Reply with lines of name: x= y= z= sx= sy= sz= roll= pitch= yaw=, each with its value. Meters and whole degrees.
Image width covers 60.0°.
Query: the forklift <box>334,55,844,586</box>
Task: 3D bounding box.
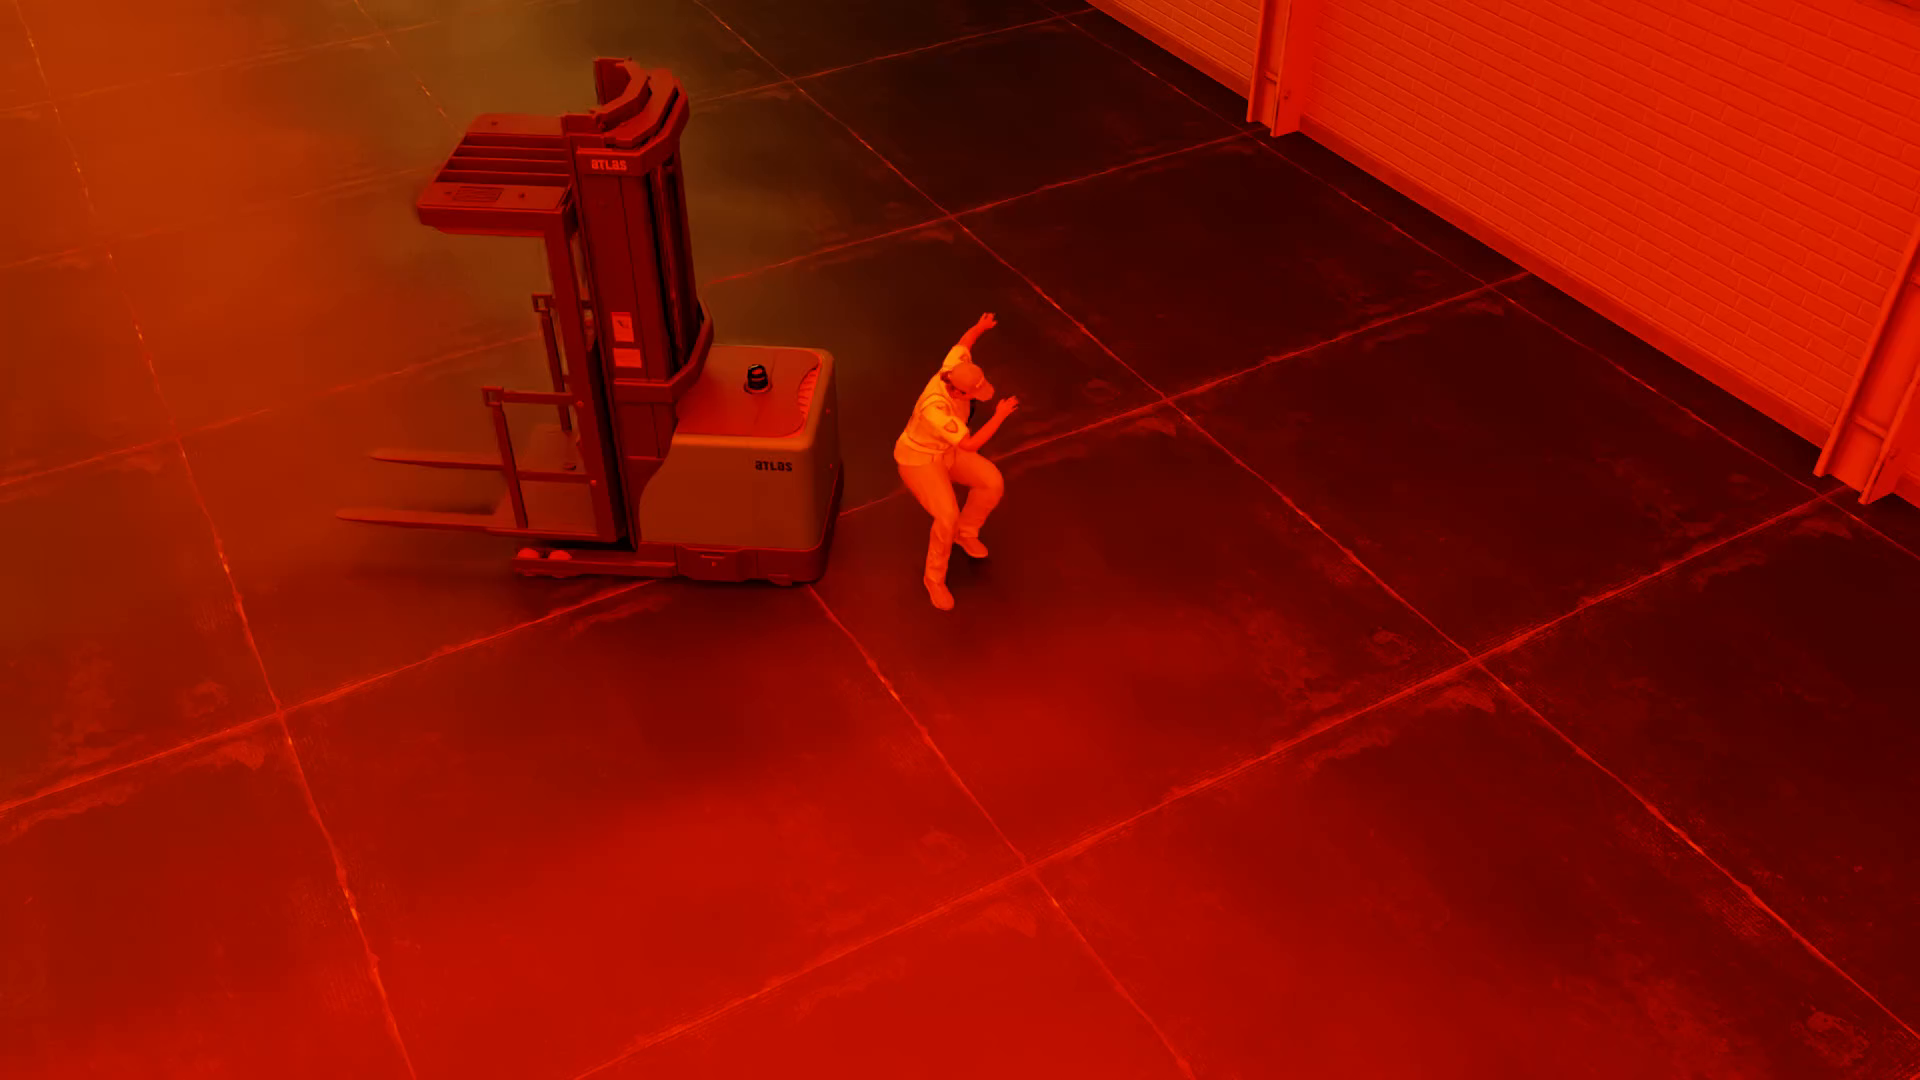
forklift: x=-2.288 y=-1.232 z=9.521 sx=3.031 sy=2.935 sz=1.130 roll=3 pitch=40 yaw=4

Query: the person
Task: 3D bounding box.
person: x=0.018 y=-0.559 z=9.974 sx=0.721 sy=1.361 sz=1.418 roll=17 pitch=43 yaw=20
